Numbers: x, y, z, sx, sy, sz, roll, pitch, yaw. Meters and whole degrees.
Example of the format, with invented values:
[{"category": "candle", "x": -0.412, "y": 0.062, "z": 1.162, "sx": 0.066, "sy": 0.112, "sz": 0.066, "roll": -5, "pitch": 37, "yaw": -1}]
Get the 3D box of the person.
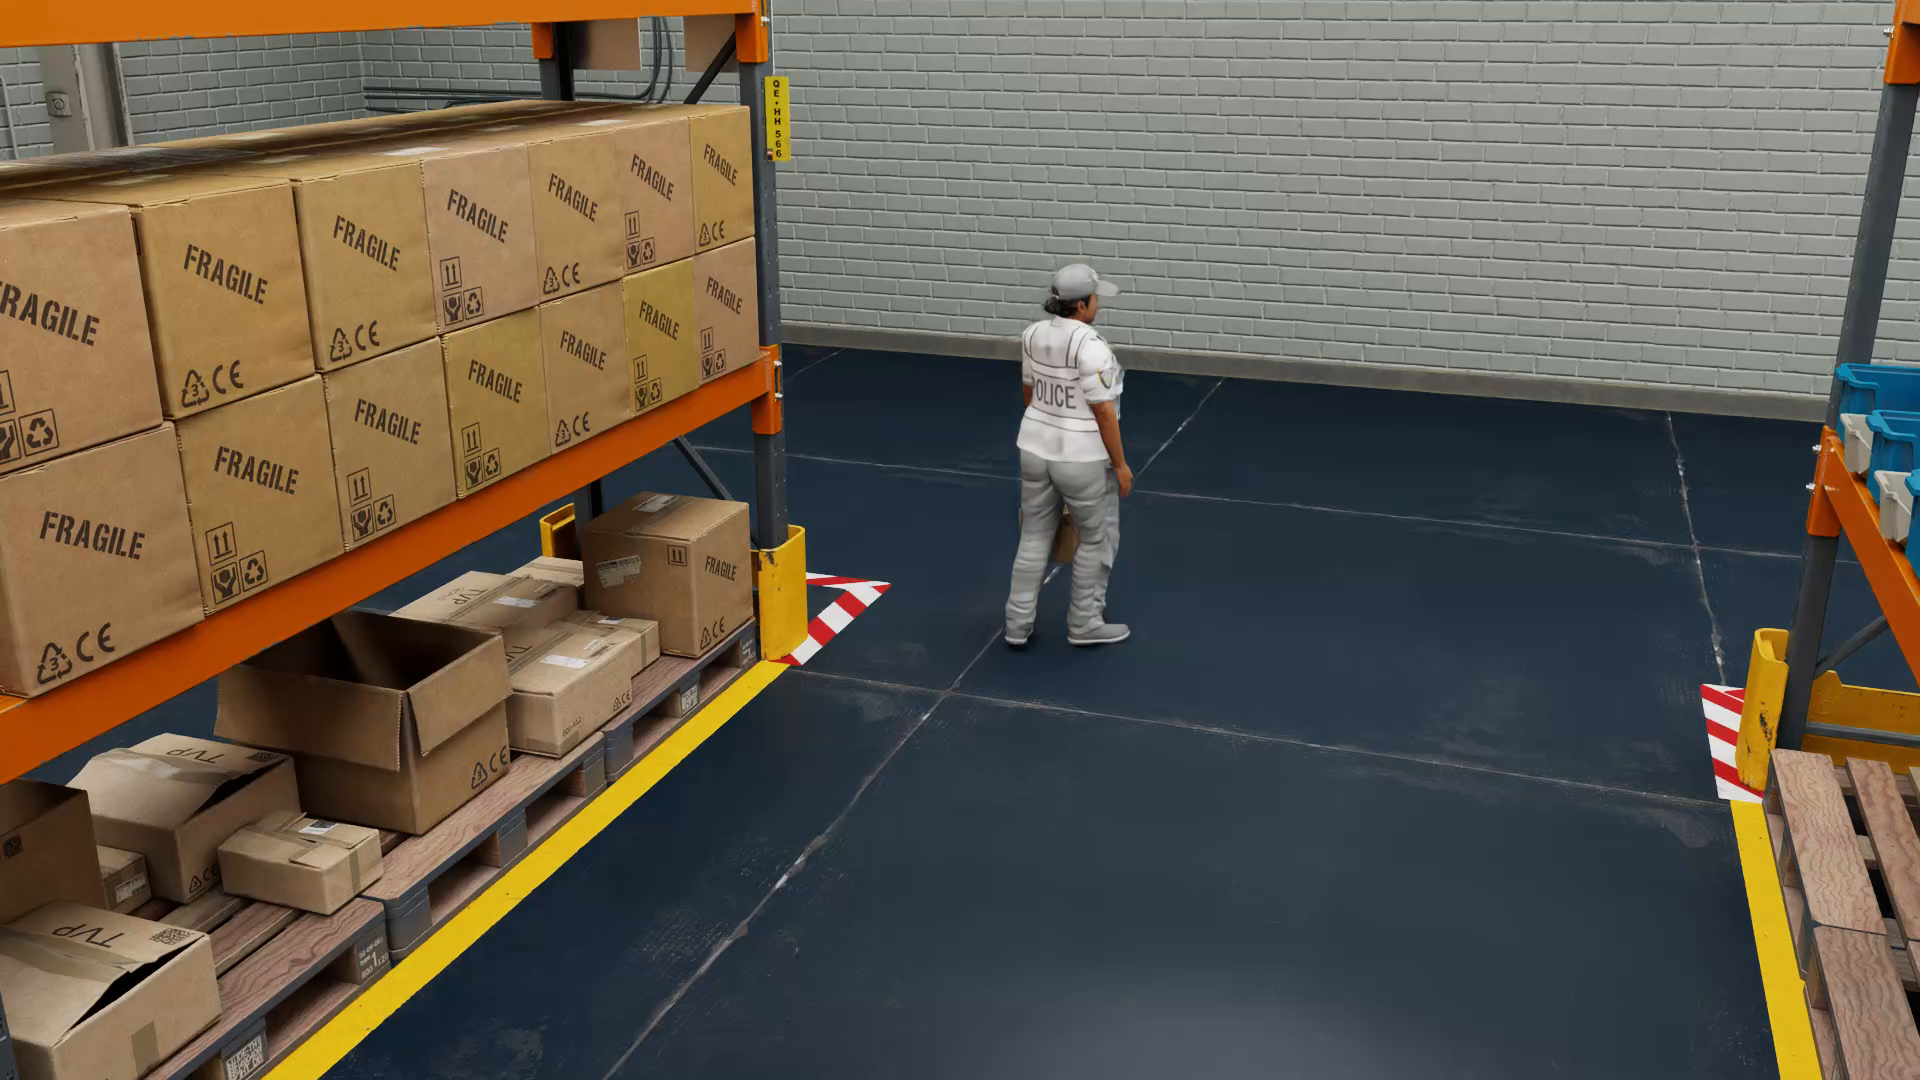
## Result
[{"category": "person", "x": 0.462, "y": -0.340, "z": 7.056, "sx": 0.524, "sy": 1.664, "sz": 0.540, "roll": -17, "pitch": 25, "yaw": -40}]
